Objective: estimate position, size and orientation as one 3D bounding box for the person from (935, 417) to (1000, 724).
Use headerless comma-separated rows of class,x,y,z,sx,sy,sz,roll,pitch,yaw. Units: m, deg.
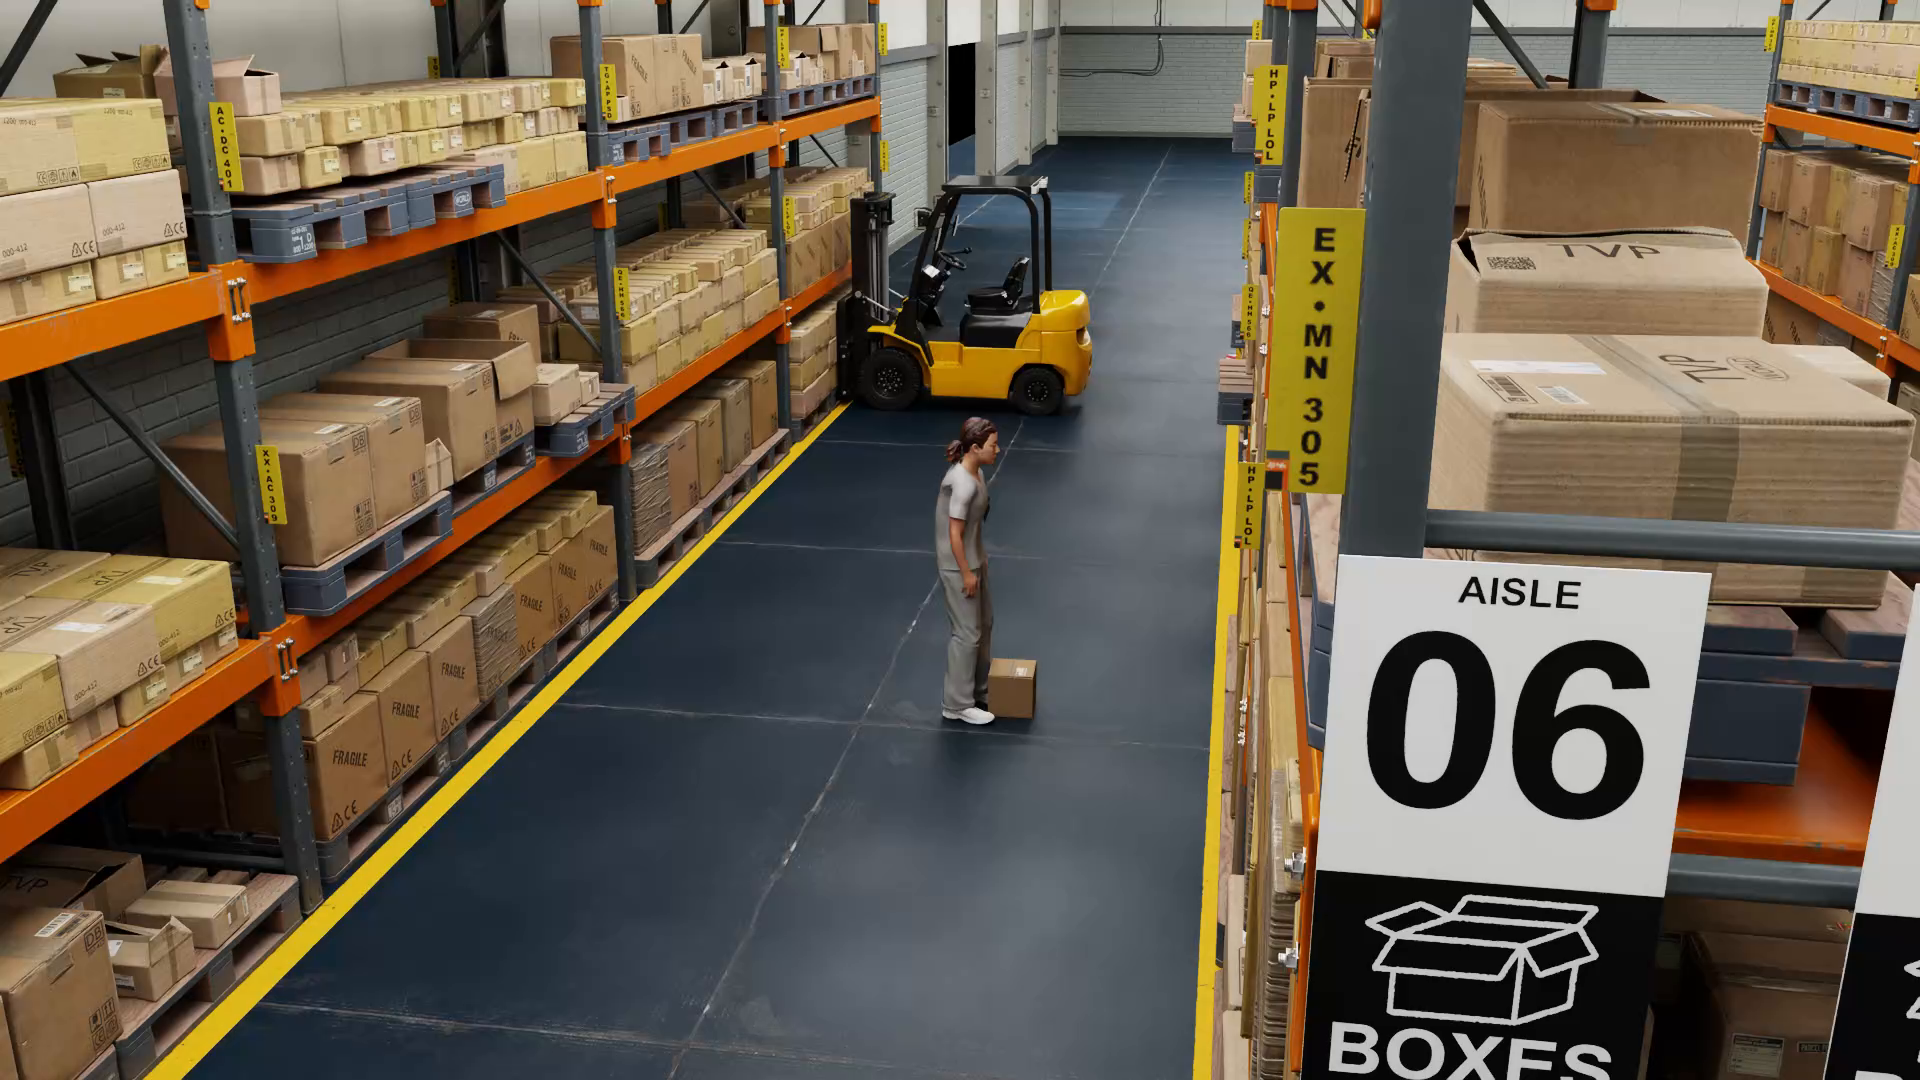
person,0.071,0.146,9.104,0.404,1.673,0.486,3,18,9
